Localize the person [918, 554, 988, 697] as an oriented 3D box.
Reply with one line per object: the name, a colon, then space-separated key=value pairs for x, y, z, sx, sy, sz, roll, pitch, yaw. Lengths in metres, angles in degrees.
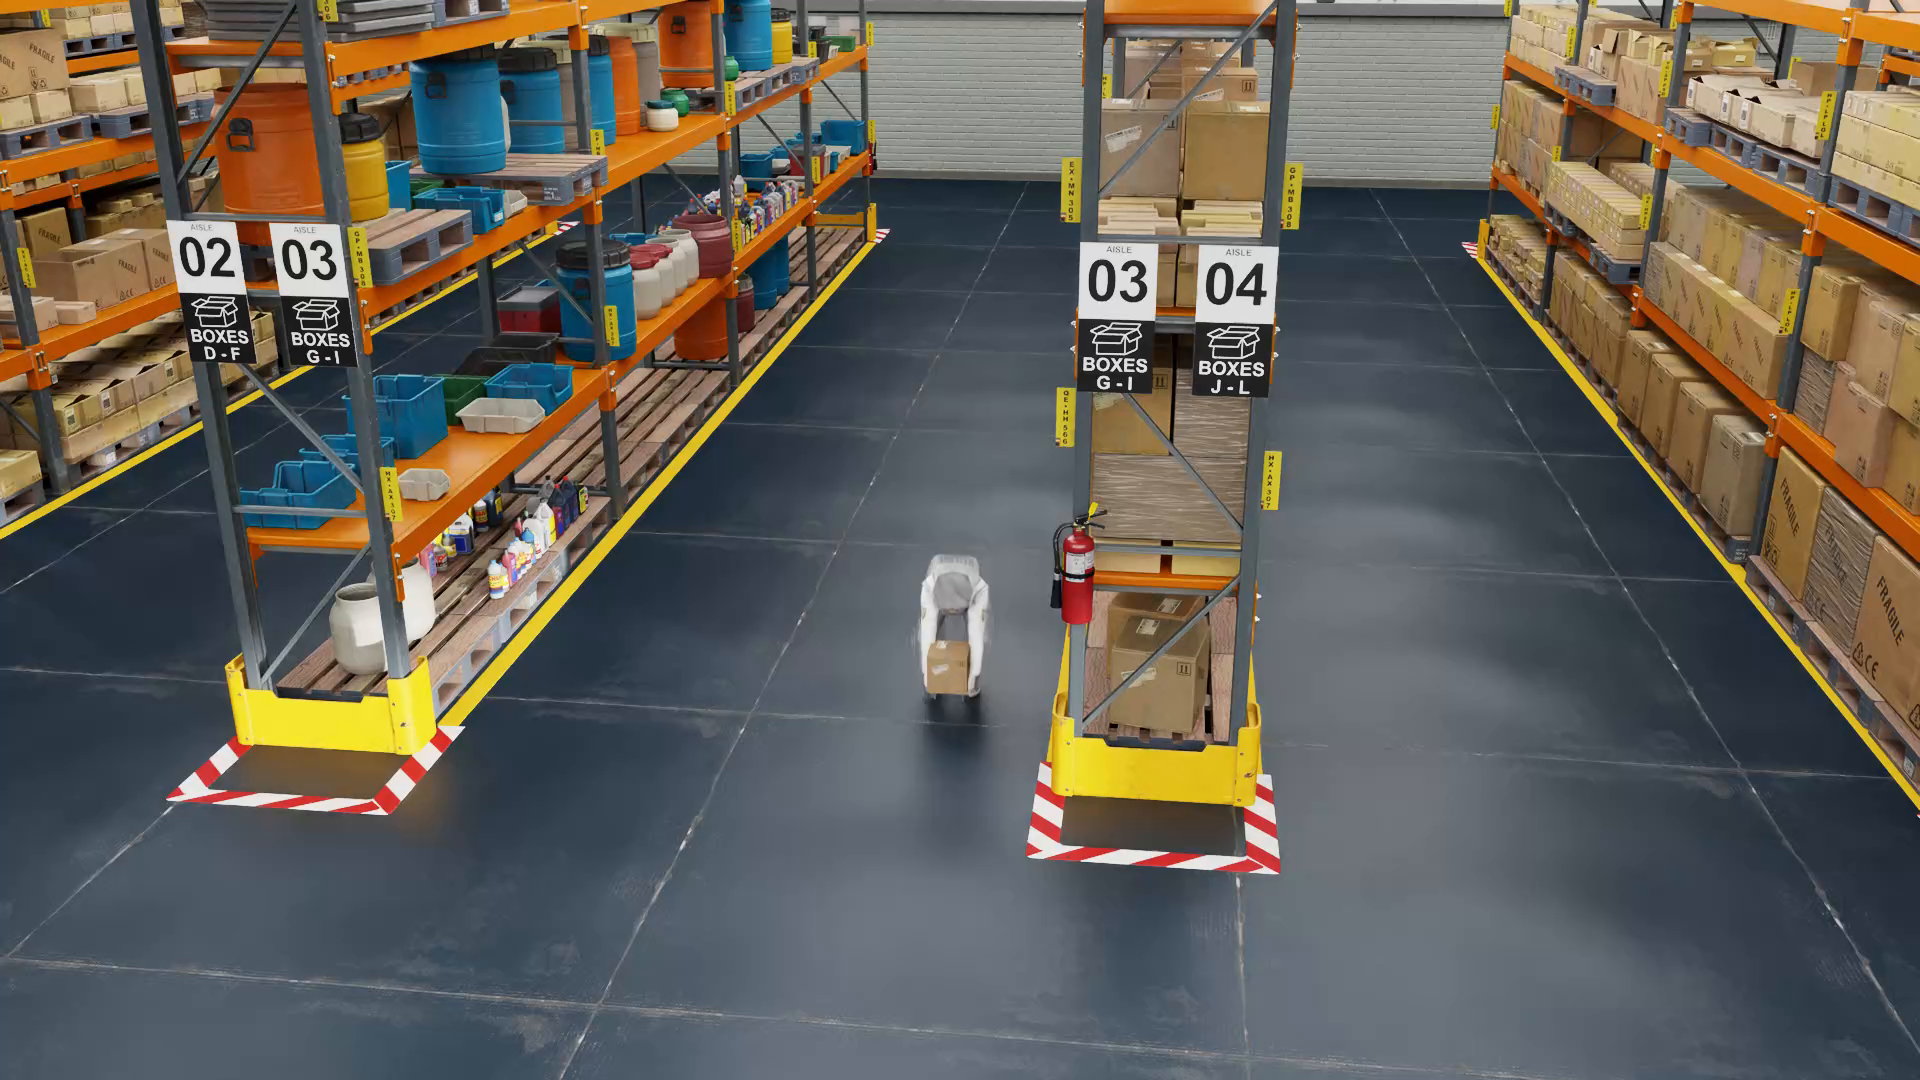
person: x=-0.046 y=0.550 z=10.593 sx=0.452 sy=0.999 sz=0.918 roll=1 pitch=21 yaw=3
